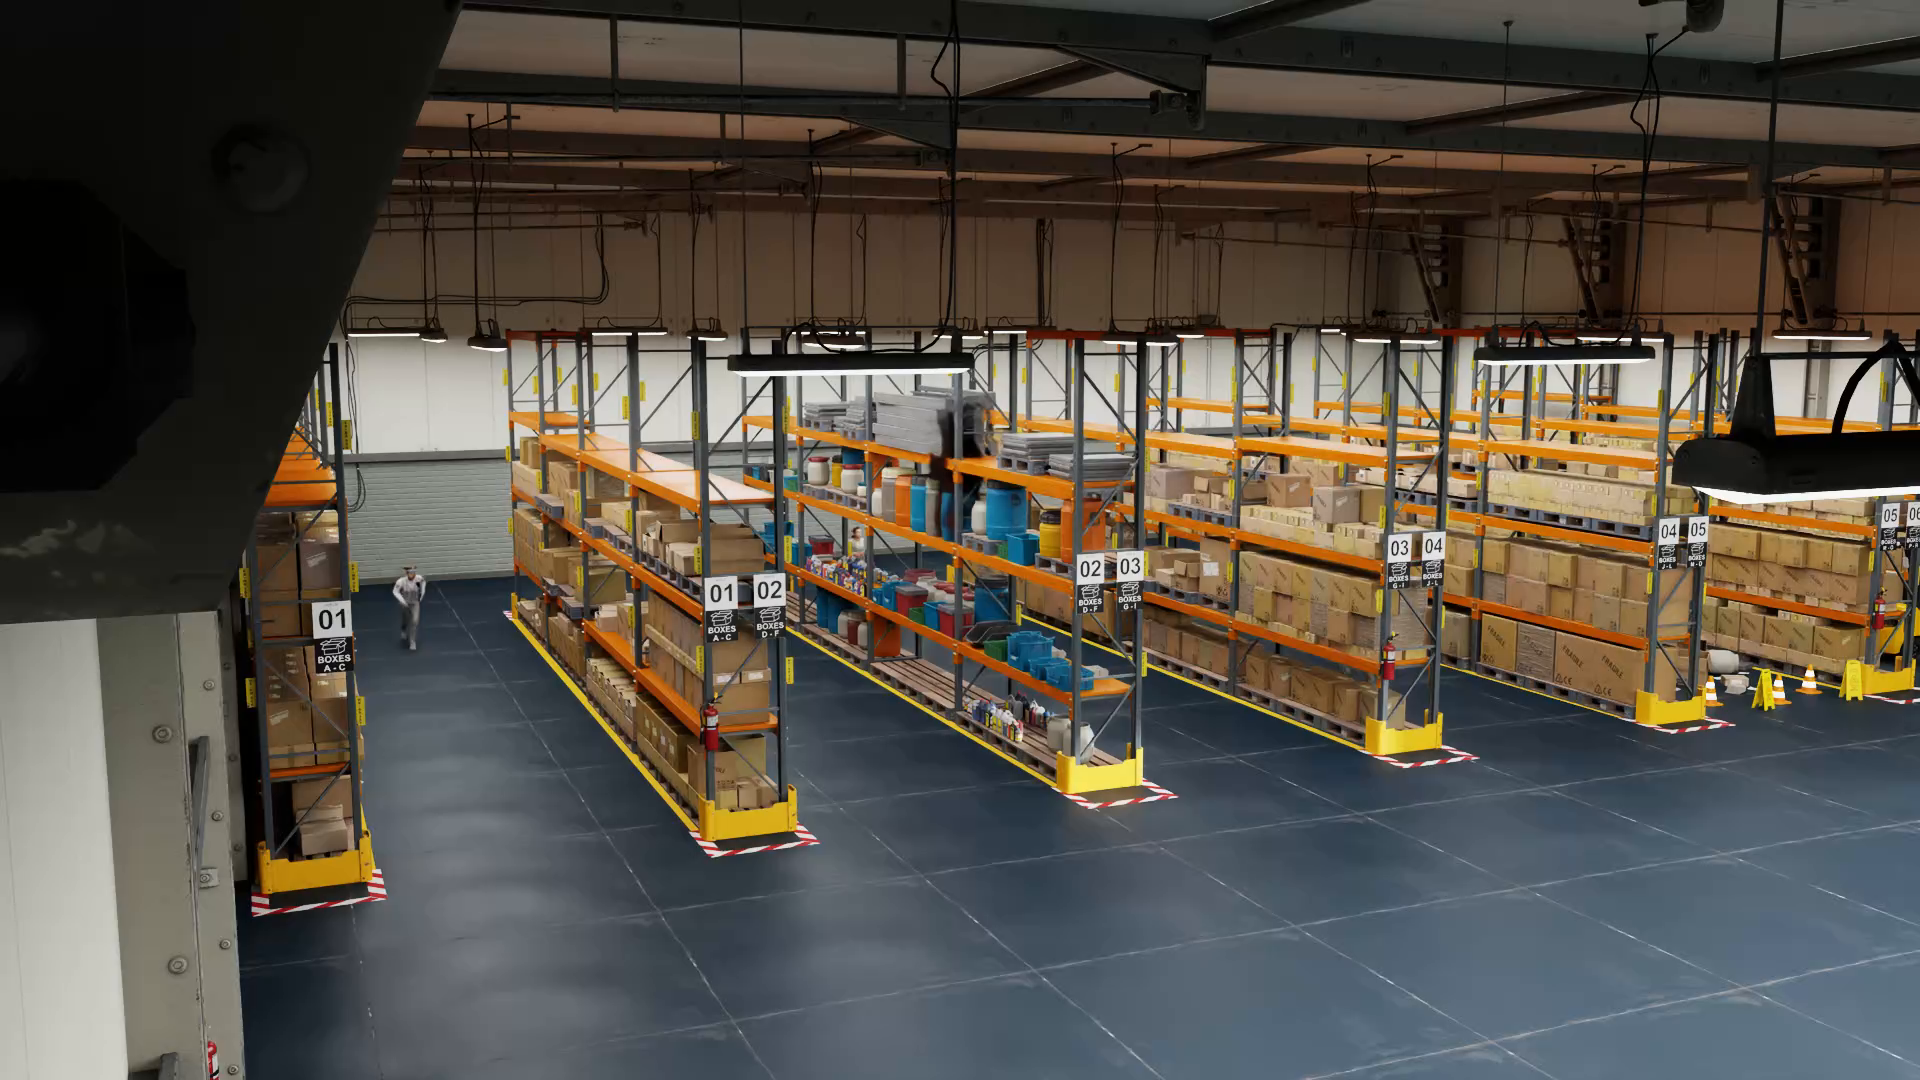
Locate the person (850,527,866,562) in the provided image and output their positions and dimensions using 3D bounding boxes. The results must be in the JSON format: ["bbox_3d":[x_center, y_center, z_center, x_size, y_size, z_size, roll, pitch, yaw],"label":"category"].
[{"bbox_3d":[-2.255,0.555,36.399,0.535,1.722,0.839,-5,9,-30],"label":"person"}]

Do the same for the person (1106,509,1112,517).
[{"bbox_3d":[3.427,0.094,39.476,0.713,1.761,0.928,0,8,-2],"label":"person"}]

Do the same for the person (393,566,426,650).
[{"bbox_3d":[-10.559,1.247,31.746,0.583,1.632,0.968,-5,9,-34],"label":"person"}]

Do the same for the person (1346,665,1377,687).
[{"bbox_3d":[6.972,1.718,28.433,0.660,1.552,1.040,-3,8,-22],"label":"person"}]
